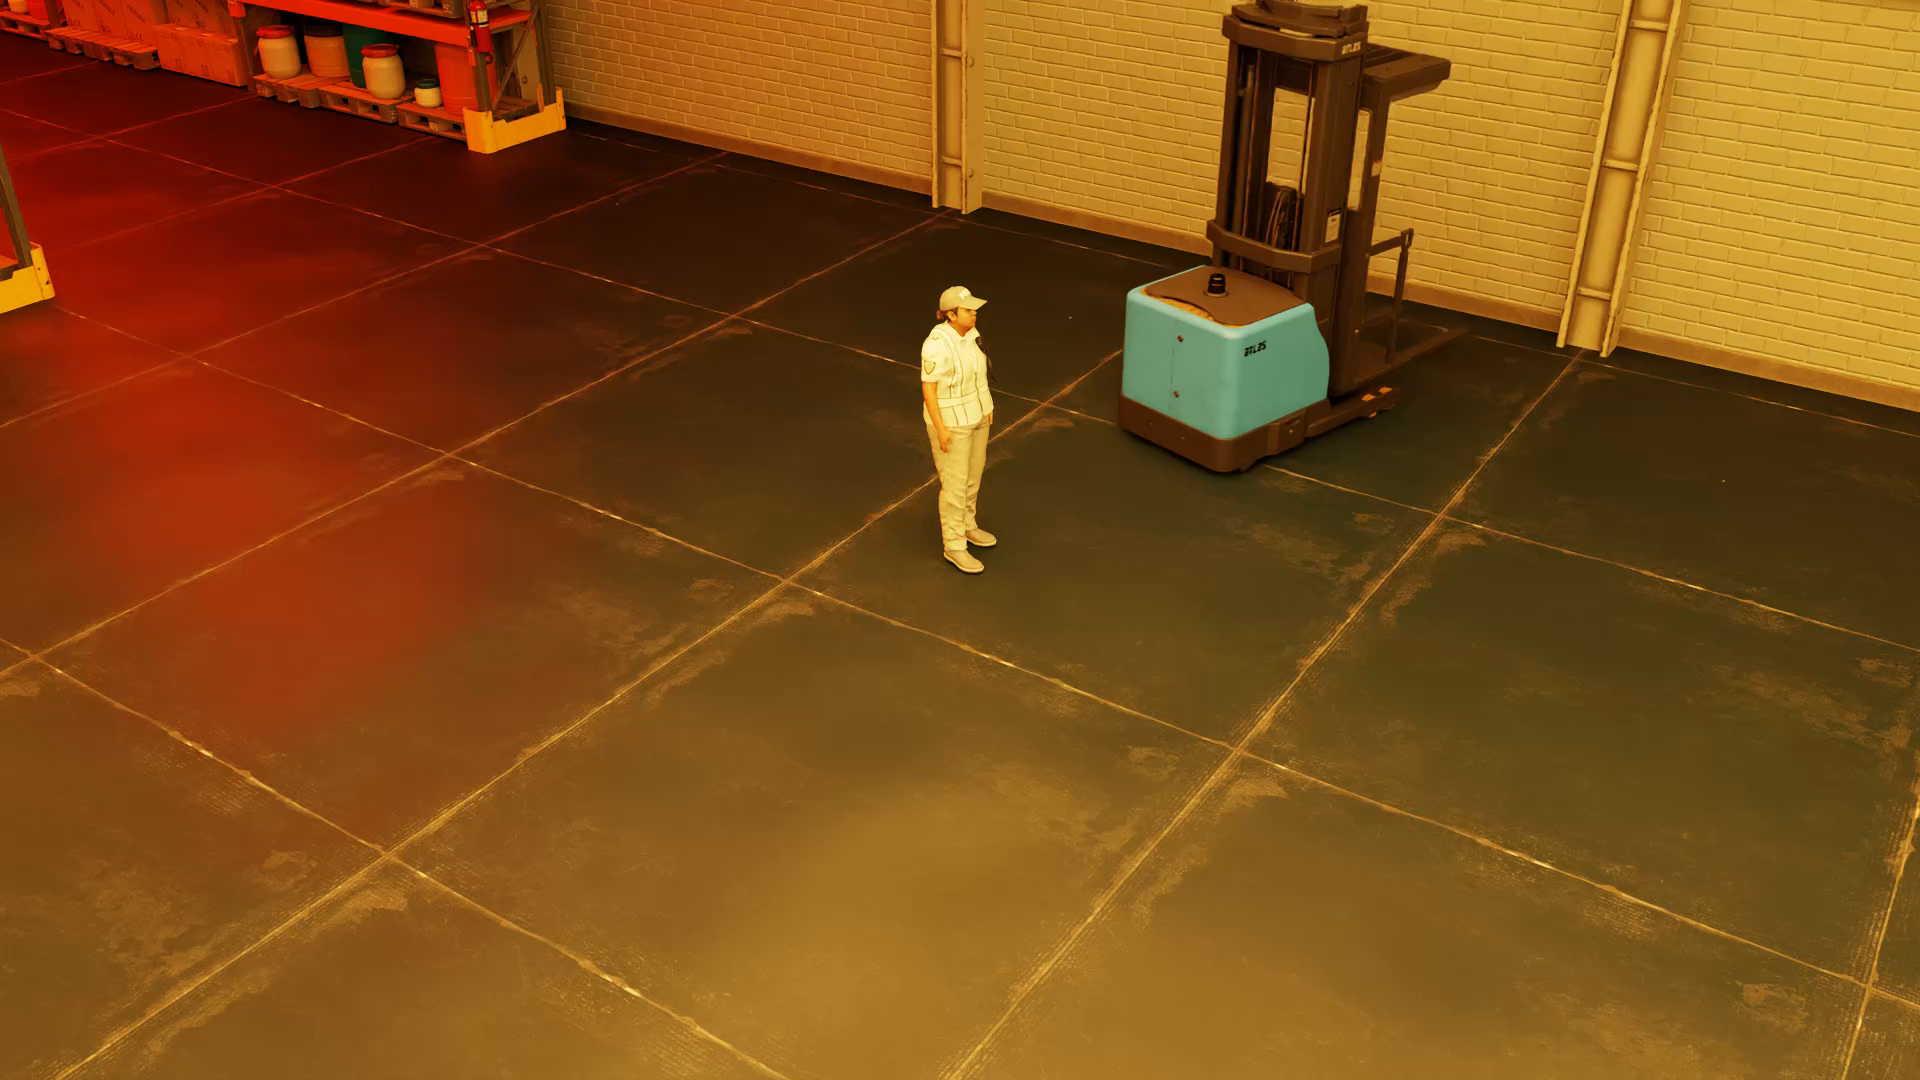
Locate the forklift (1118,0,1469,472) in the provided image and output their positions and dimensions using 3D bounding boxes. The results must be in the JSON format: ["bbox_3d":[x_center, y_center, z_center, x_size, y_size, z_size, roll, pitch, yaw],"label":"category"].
[{"bbox_3d":[2.566,-2.331,11.596,3.031,2.935,1.130,-23,37,-34],"label":"forklift"}]

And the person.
[{"bbox_3d":[0.051,-0.696,10.025,0.529,1.670,0.599,19,35,29],"label":"person"}]
